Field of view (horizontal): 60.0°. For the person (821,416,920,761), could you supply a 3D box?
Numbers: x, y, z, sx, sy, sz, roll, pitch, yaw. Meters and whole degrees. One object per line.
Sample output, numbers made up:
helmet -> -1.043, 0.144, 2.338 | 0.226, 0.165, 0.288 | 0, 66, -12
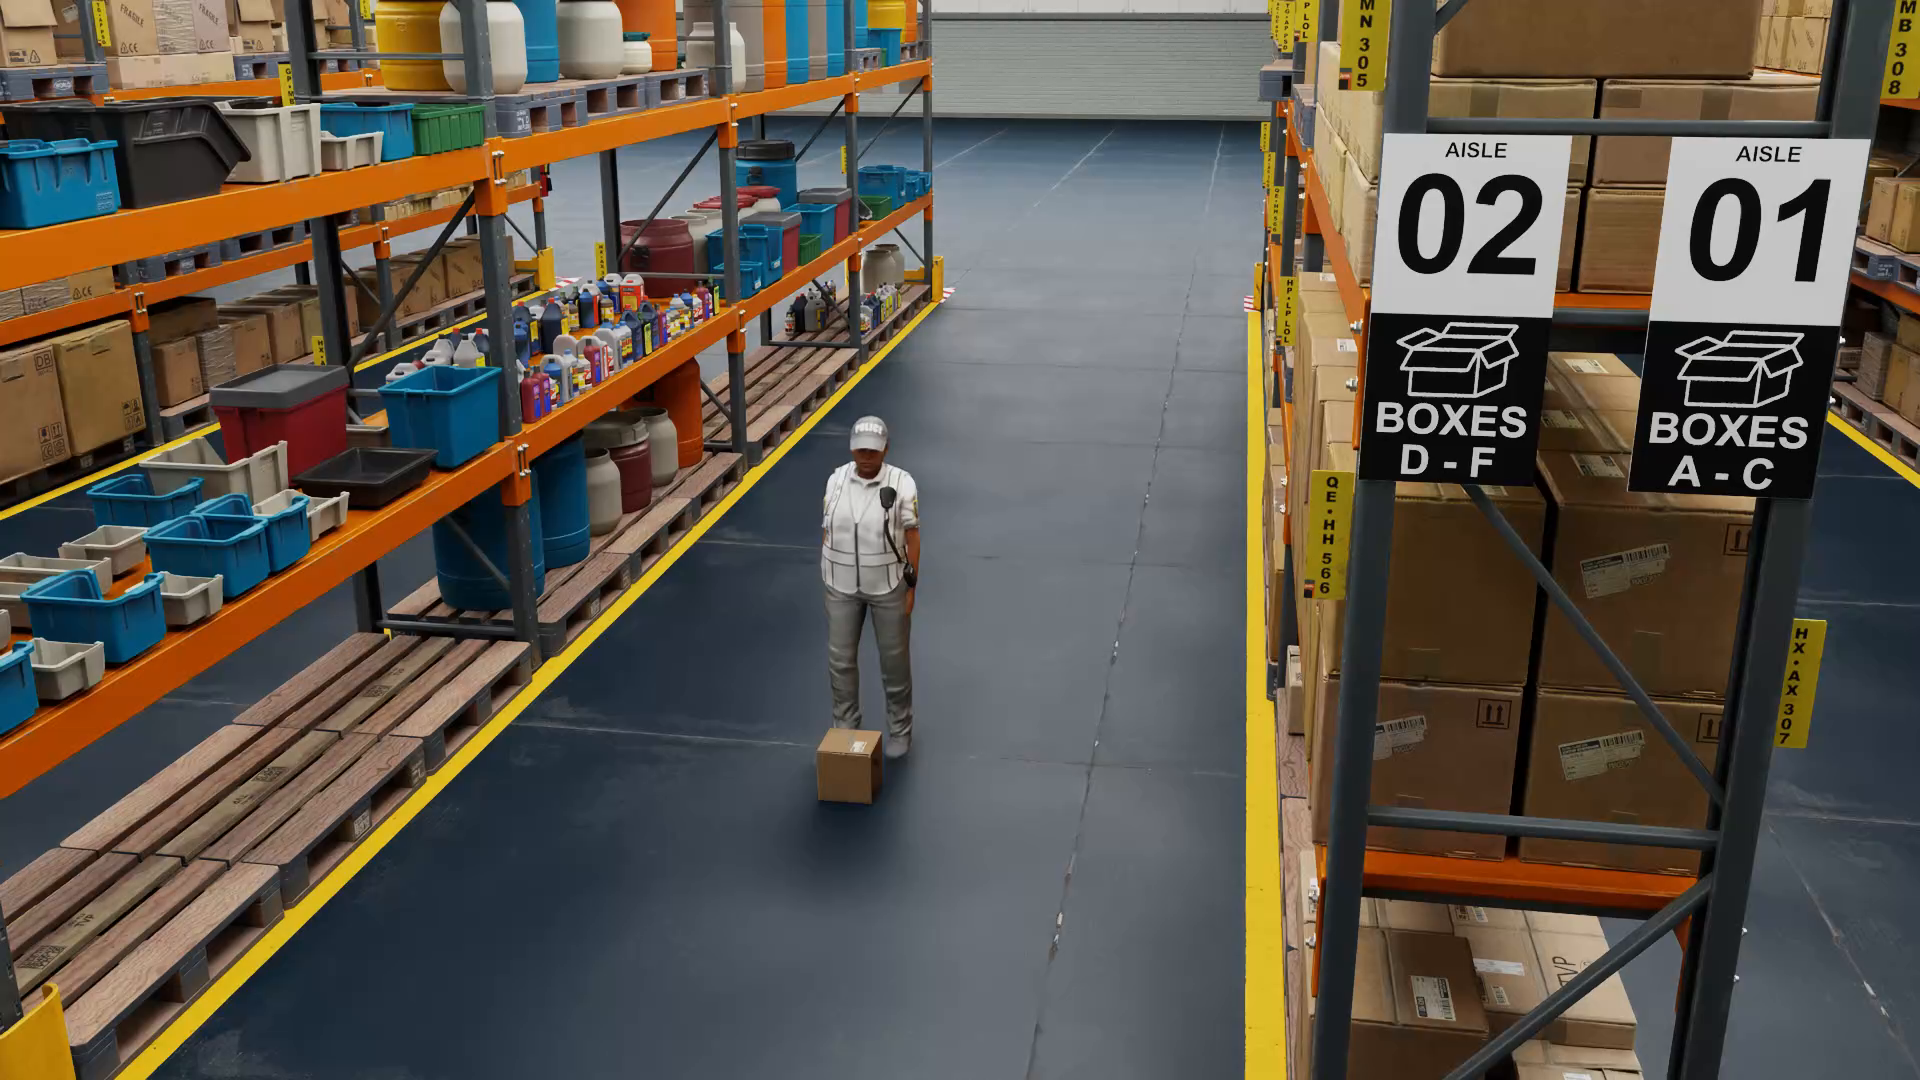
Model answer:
person -> -0.422, 0.236, 7.861 | 0.466, 1.675, 0.390 | 3, 18, 10
